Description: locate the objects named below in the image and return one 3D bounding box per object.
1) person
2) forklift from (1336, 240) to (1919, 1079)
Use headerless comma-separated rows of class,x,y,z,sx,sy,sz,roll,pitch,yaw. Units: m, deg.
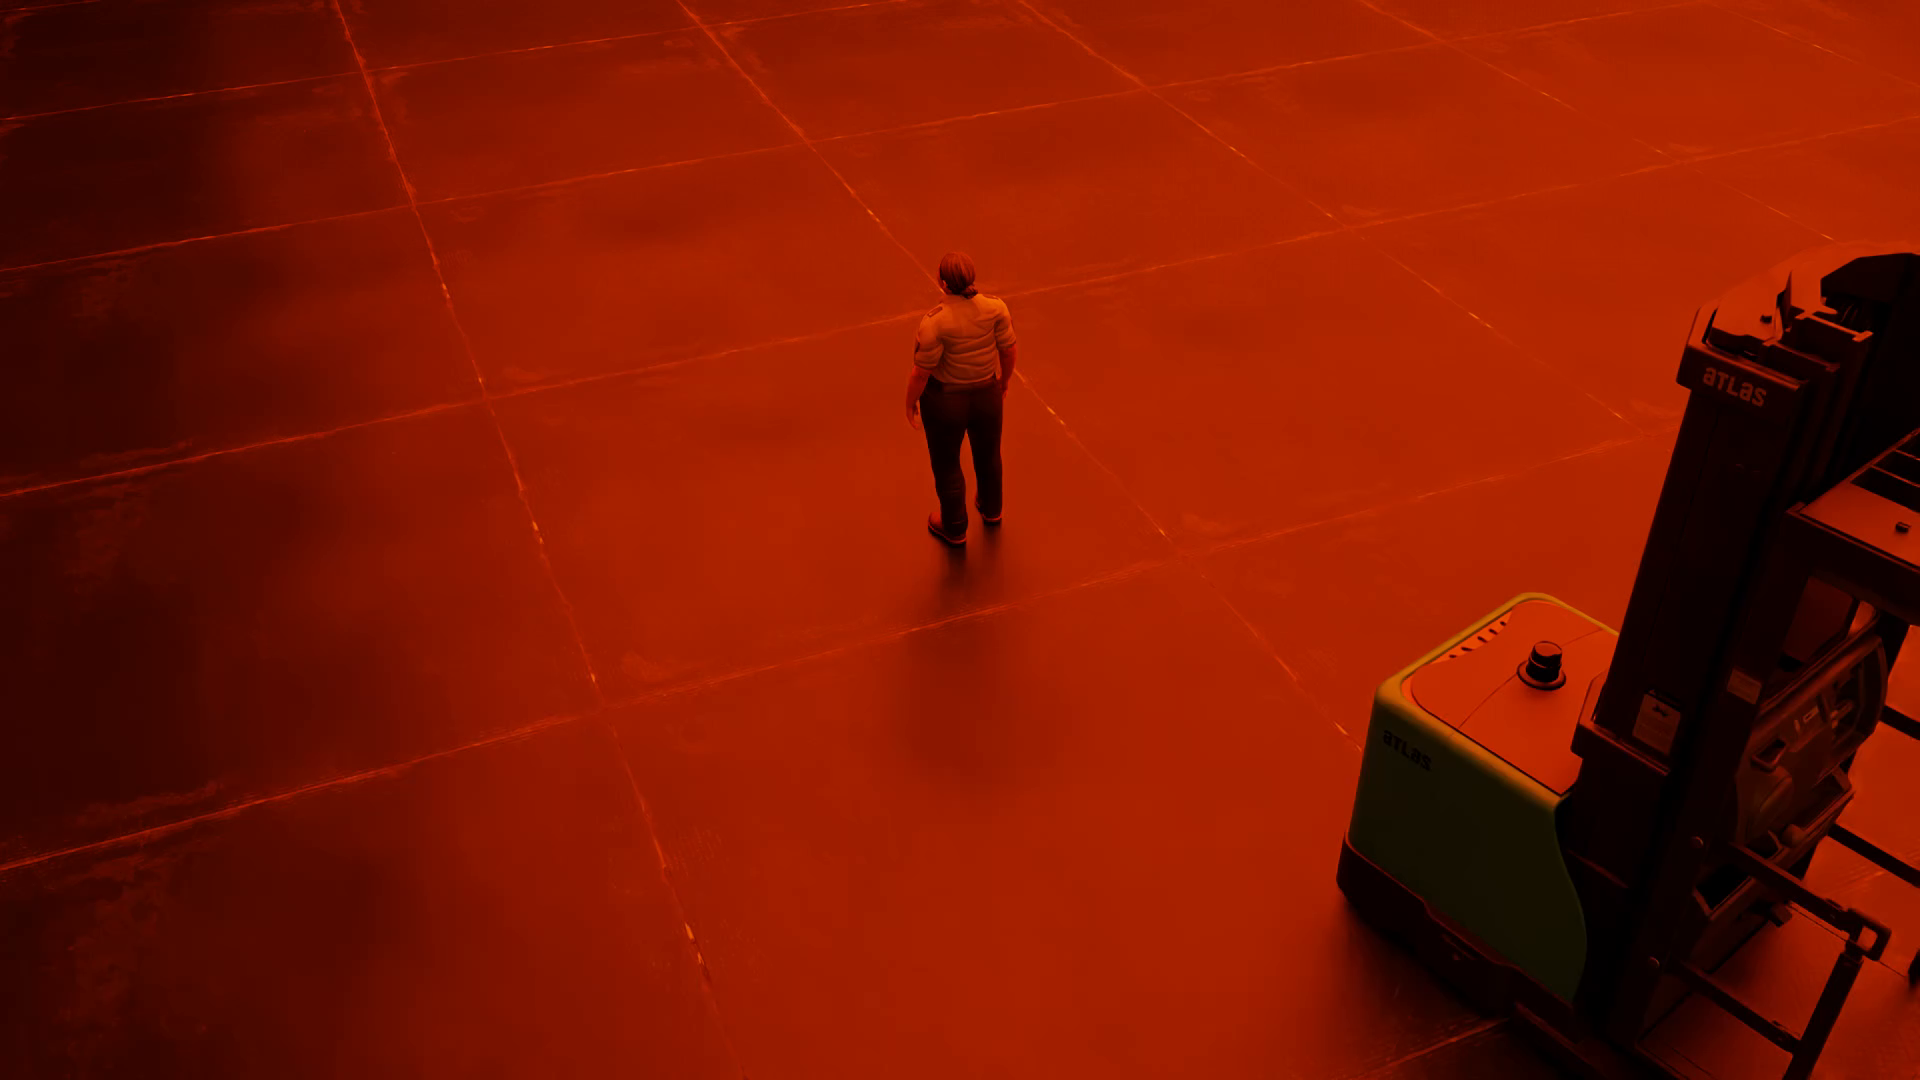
person,-0.014,-0.730,8.221,0.598,1.651,0.502,-14,38,-19
forklift,2.818,0.696,5.120,1.130,2.935,3.031,-26,43,-31
